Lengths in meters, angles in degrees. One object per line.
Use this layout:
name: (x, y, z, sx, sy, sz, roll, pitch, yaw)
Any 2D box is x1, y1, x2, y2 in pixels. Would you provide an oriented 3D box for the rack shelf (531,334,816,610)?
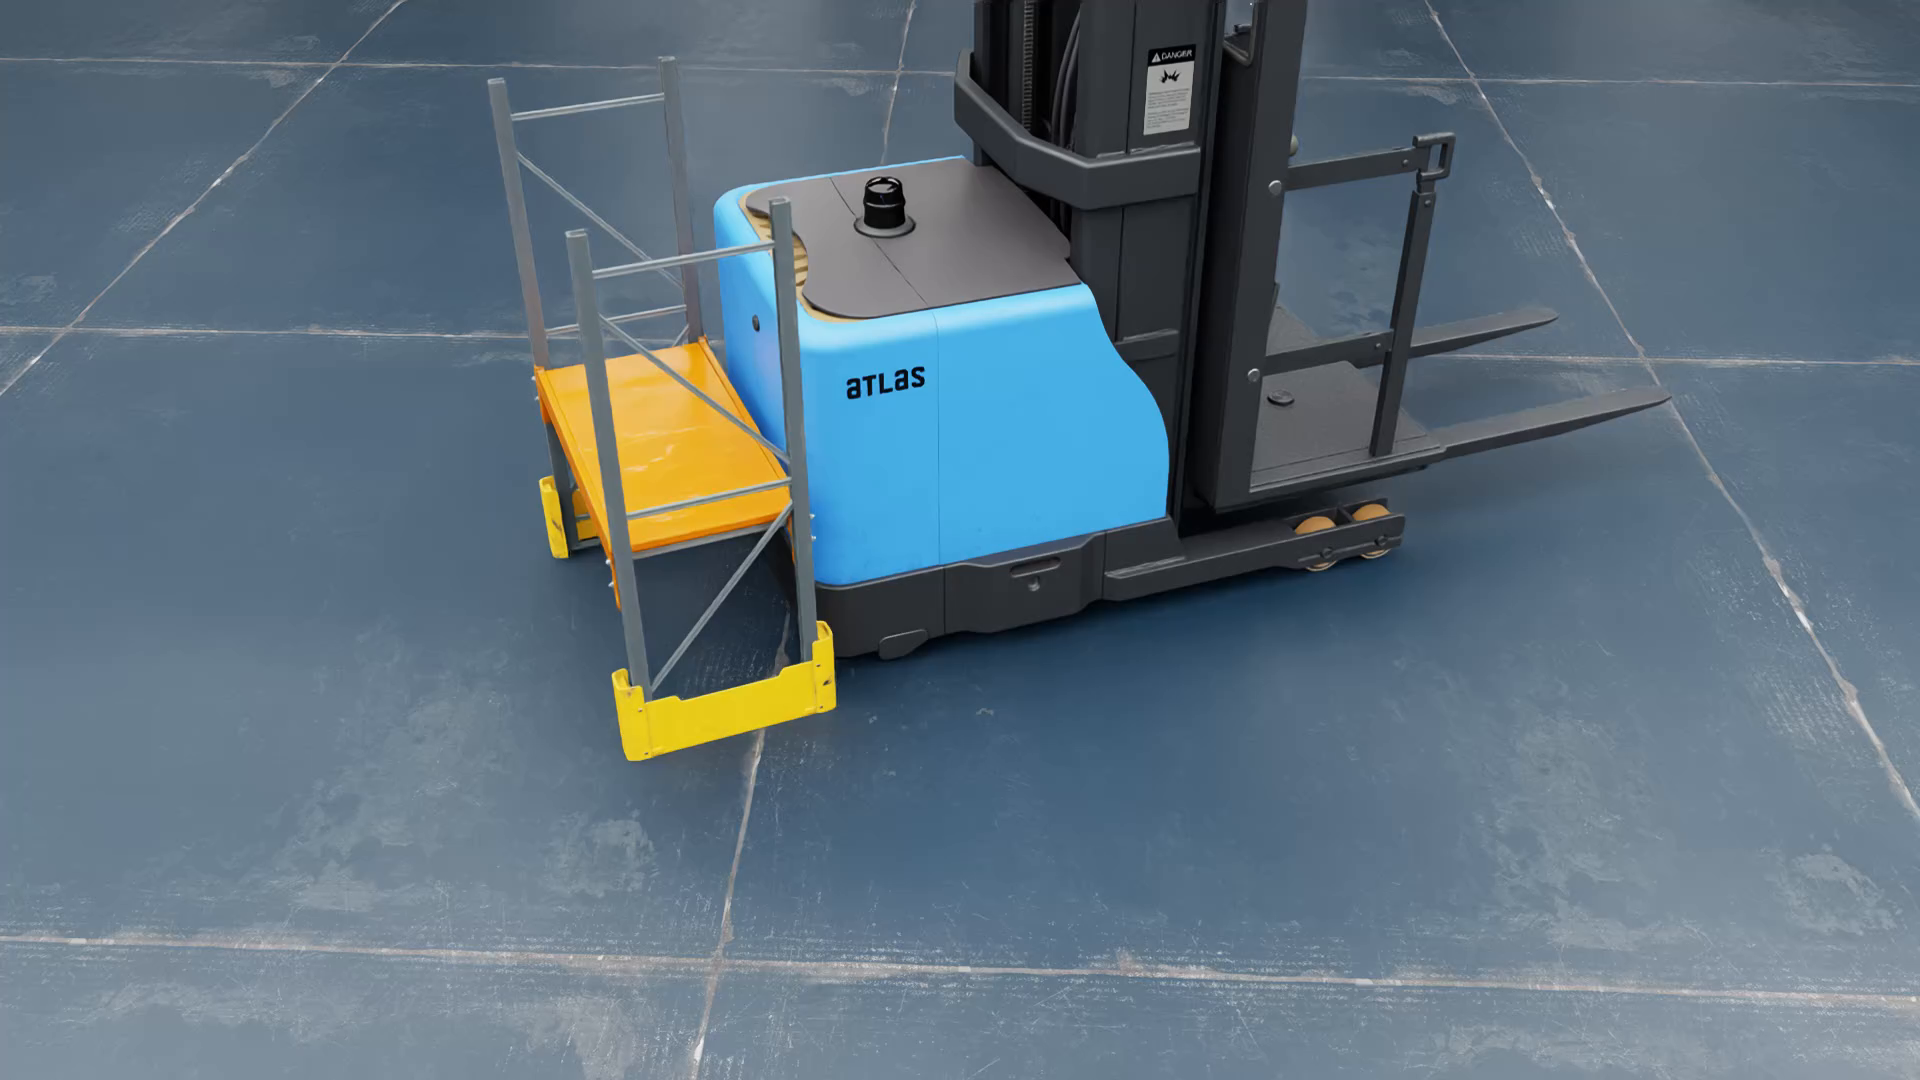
rack shelf: (-0.809, -0.221, 4.573, 0.538, 0.185, 1.000, -13, 37, -18)

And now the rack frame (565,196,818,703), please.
rack frame: (-0.616, -0.098, 4.085, 0.500, 1.500, 0.032, -13, 37, -18)

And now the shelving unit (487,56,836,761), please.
shelving unit: (-0.812, -0.373, 4.476, 0.587, 1.500, 1.083, -13, 37, -18)

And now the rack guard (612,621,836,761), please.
rack guard: (-0.623, 0.403, 4.459, 0.587, 0.250, 0.087, -13, 37, -18)

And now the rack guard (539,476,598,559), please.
rack guard: (-1.002, -0.126, 5.212, 0.587, 0.250, 0.087, -13, 37, -18)

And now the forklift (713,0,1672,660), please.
forklift: (0.842, -1.377, 4.660, 3.031, 2.935, 1.130, -12, 37, -16)

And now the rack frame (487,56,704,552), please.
rack frame: (-1.003, -0.638, 4.854, 0.500, 1.500, 0.032, -13, 37, -18)
